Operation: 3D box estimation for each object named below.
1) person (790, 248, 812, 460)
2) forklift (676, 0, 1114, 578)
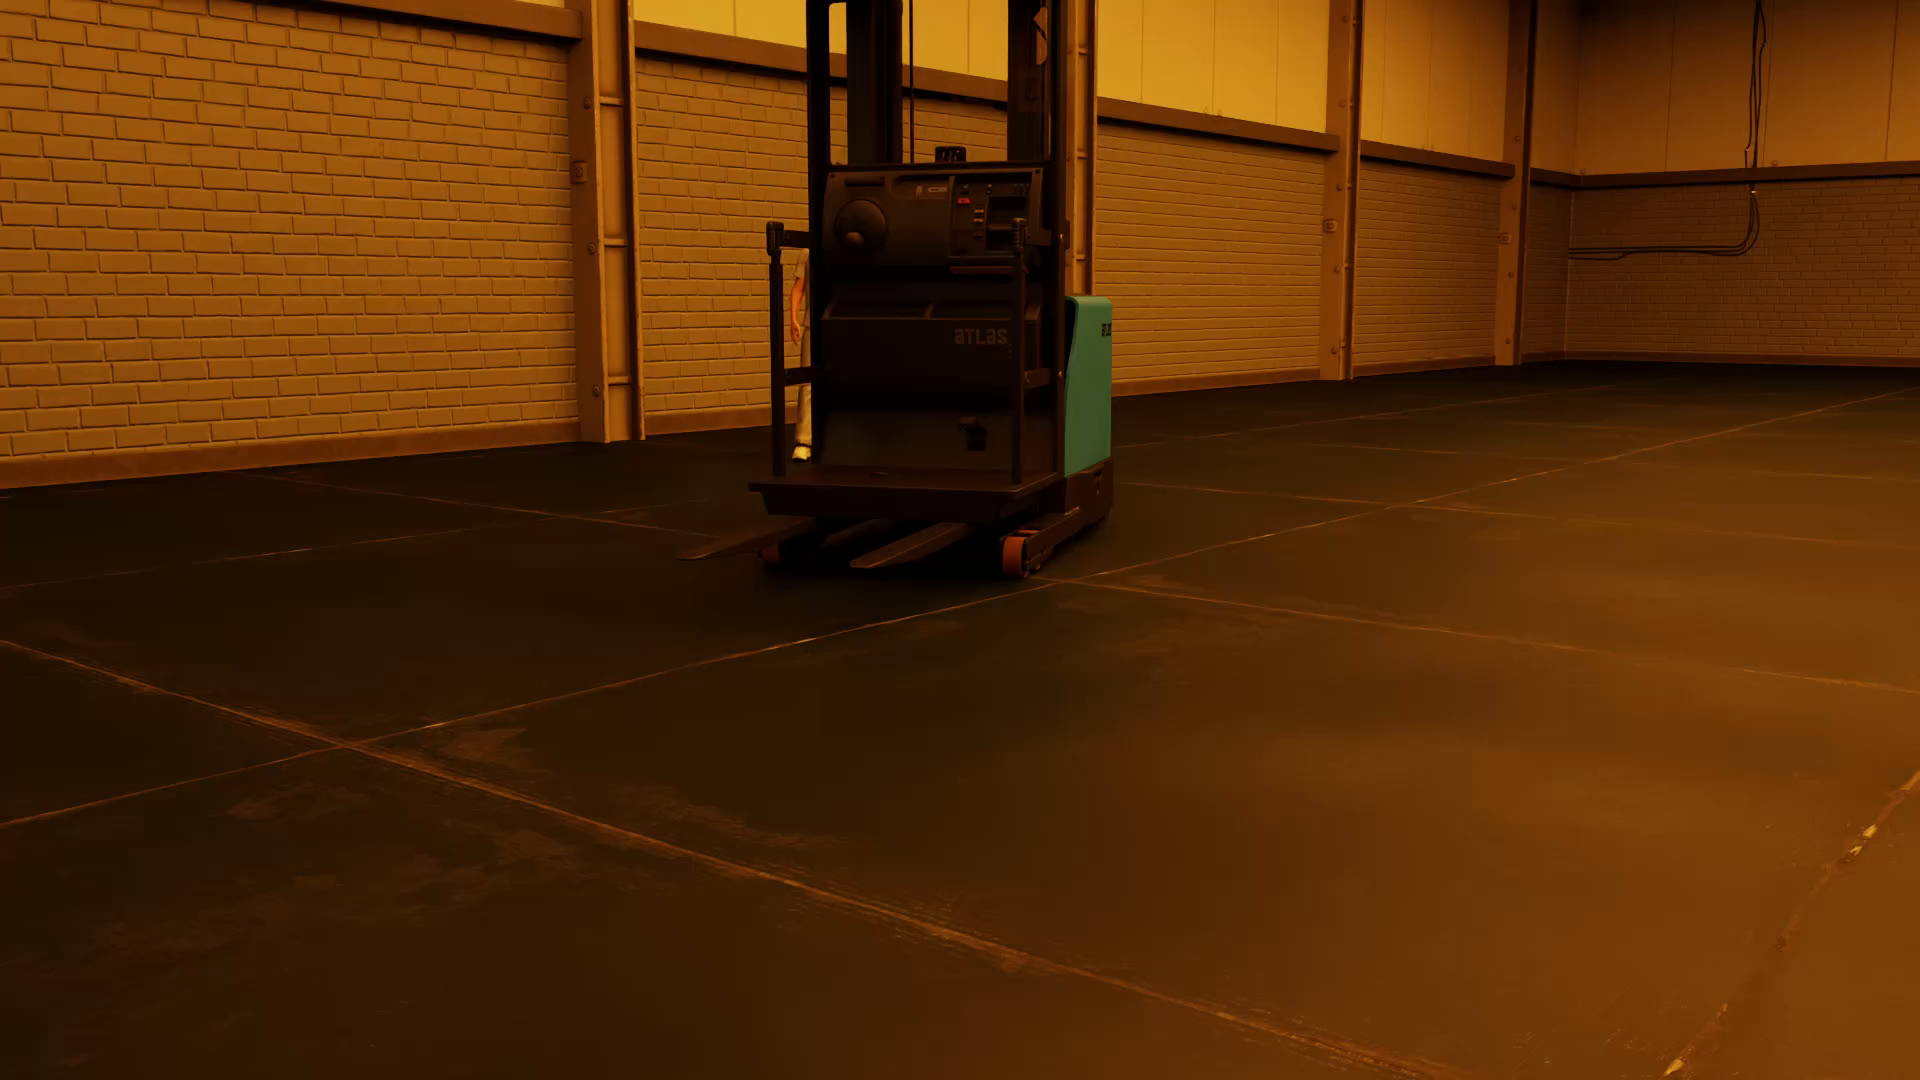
[{"bbox_3d":[-0.865,-1.381,11.012,0.550,1.675,0.545,-2,8,-10],"label":"person"},{"bbox_3d":[-0.176,-1.366,6.616,1.130,2.935,3.031,3,9,17],"label":"forklift"}]
